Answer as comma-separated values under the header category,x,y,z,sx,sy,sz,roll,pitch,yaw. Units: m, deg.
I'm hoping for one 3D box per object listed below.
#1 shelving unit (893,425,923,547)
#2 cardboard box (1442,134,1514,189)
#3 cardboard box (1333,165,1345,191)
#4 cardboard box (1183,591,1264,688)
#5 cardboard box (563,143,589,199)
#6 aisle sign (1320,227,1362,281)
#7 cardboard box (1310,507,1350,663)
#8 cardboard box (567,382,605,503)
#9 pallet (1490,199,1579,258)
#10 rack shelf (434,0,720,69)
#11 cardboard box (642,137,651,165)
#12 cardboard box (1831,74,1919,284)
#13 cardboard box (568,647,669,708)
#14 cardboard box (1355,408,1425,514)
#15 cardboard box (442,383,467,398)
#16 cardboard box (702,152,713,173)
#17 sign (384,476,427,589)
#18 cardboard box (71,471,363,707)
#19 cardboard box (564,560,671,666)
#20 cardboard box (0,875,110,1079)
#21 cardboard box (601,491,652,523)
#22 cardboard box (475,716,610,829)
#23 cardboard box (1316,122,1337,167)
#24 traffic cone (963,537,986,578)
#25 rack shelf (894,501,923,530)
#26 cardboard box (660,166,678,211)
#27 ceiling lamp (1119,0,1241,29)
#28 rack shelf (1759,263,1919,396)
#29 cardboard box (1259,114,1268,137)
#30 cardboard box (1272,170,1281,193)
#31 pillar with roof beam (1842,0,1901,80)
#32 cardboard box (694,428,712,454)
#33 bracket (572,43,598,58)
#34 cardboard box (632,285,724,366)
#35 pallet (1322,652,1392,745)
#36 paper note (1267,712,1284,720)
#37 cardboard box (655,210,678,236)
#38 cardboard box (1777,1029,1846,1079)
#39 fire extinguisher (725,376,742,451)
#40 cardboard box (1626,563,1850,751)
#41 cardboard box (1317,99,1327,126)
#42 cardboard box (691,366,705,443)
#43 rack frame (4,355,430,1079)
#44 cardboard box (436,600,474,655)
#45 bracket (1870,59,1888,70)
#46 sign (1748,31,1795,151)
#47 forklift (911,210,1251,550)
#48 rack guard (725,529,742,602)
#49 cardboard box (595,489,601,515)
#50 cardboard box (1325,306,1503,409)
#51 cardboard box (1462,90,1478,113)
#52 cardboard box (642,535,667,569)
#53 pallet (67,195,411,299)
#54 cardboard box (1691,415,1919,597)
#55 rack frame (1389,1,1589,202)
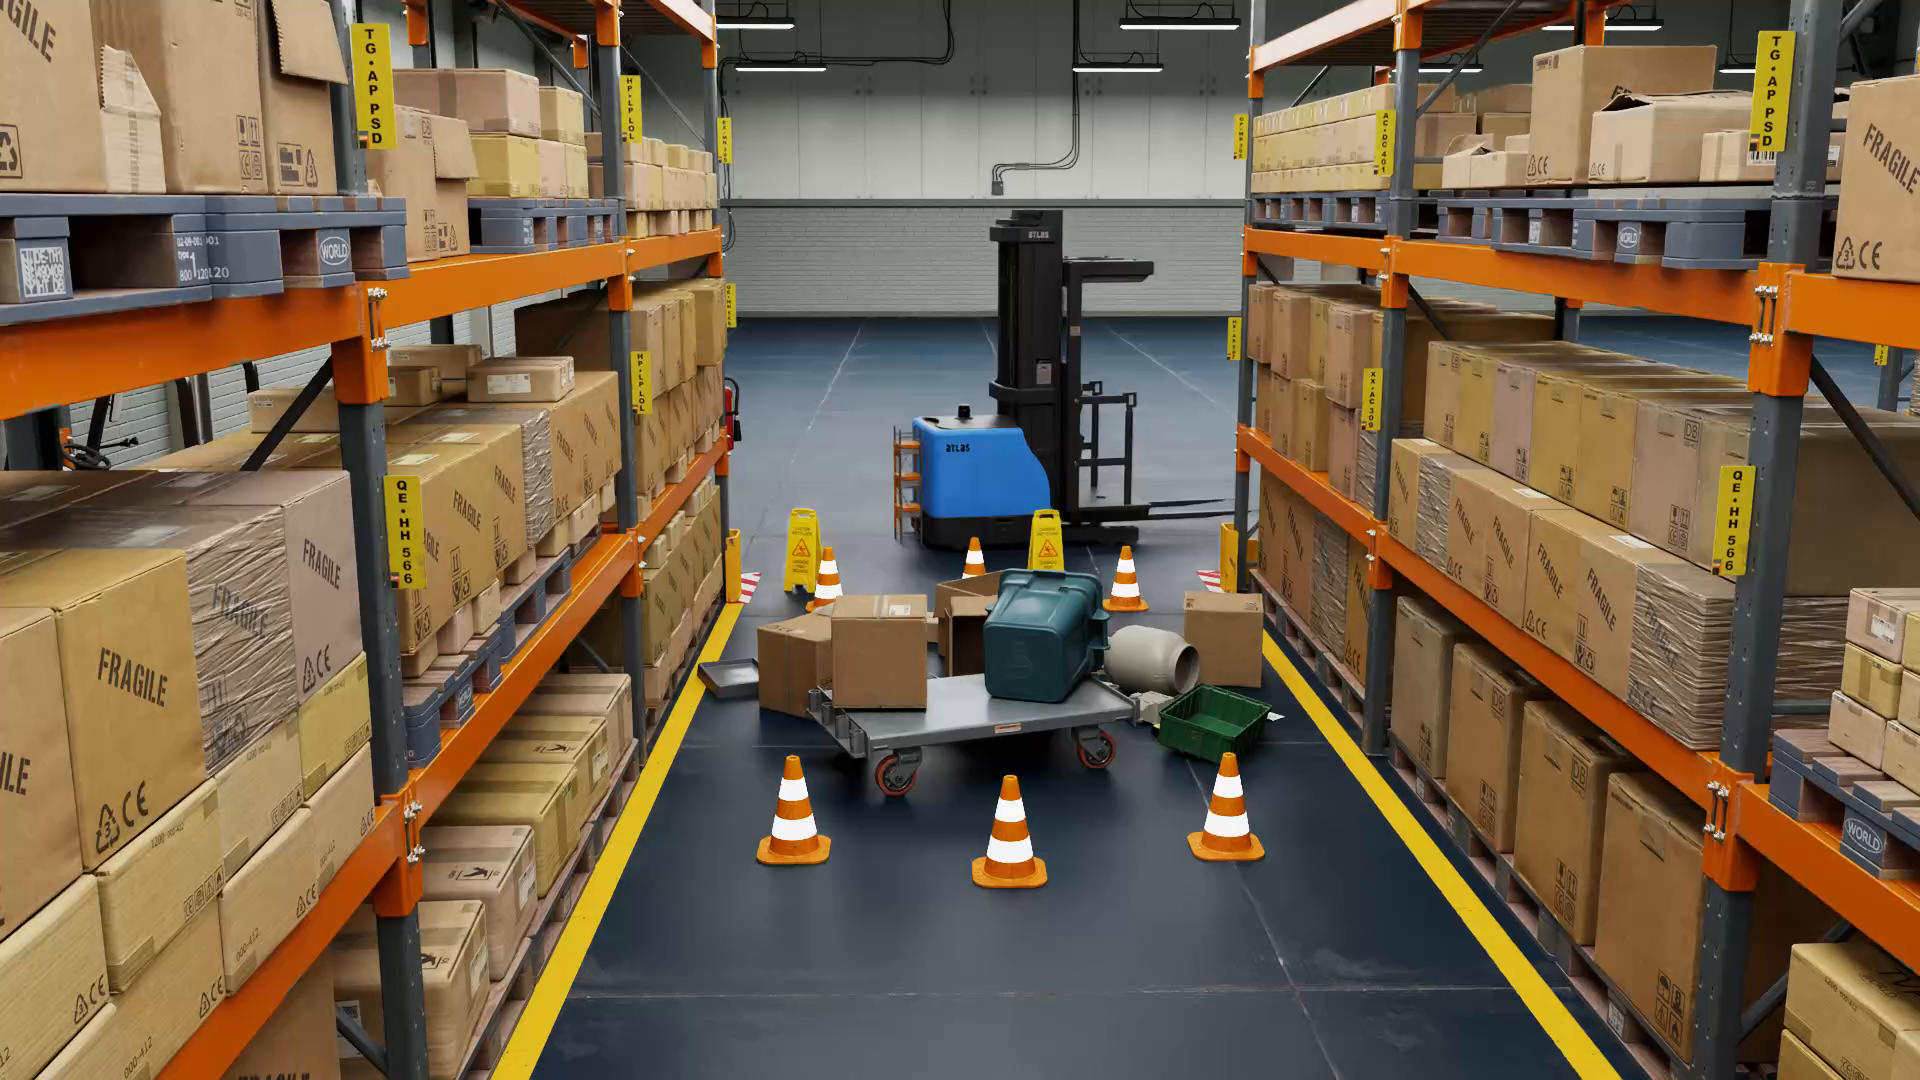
category,x,y,z,sx,sy,sz,roll,pitch,yaw
shelving unit,-0.464,-0.482,14.796,0.215,1.050,0.252,-3,12,-13
cardboard box,2.503,-1.824,7.992,0.258,0.266,0.396,0,11,-2
cardboard box,2.395,-2.111,9.701,0.380,0.149,0.250,0,11,-1
cardboard box,1.682,0.633,10.674,0.500,0.500,0.500,2,12,9
cardboard box,-2.050,-1.733,7.832,0.500,0.250,0.500,0,11,-2
aisle sign,2.956,-2.371,12.662,0.394,0.787,0.004,0,11,-1
cardboard box,2.774,0.245,10.596,0.875,0.875,0.875,0,11,-1
cardboard box,-1.957,-0.457,7.711,0.500,0.500,0.500,0,11,-1
pallet,2.730,-1.219,6.452,1.003,0.211,1.213,0,11,1
rack shelf,-2.248,-3.229,10.161,1.077,0.370,4.000,0,11,-1
cardboard box,-1.918,-2.152,9.202,0.380,0.149,0.250,-1,11,-3
cardboard box,2.568,-0.895,4.133,0.500,0.500,0.500,0,11,-1
cardboard box,-1.949,0.778,9.541,0.500,0.250,0.500,-1,11,-4
cardboard box,2.720,-0.433,9.272,0.875,0.550,0.550,0,11,-1
cardboard box,-2.473,-0.452,7.689,0.500,0.500,0.500,0,11,-1
cardboard box,-1.987,-2.713,11.967,0.380,0.149,0.250,0,11,-1
sign,-1.570,-0.021,4.706,0.100,0.325,0.005,0,11,-1
cardboard box,-1.852,0.112,4.196,0.500,0.500,0.500,-1,11,-3
cardboard box,-1.949,0.410,9.467,0.500,0.500,0.500,0,11,2
cardboard box,-1.804,0.780,2.790,0.500,0.250,0.500,-1,11,-3
cardboard box,-1.893,-0.187,9.066,0.380,0.149,0.250,0,11,-1
cardboard box,-2.175,1.083,7.727,0.950,0.372,0.625,0,11,2
cardboard box,2.455,-2.380,10.023,0.500,0.250,0.500,0,11,-2
traffic cone,0.112,0.210,12.858,0.336,0.463,0.334,0,11,-1
rack shelf,-0.464,-0.200,14.854,0.215,0.259,0.240,-3,12,-13
cardboard box,-1.960,-2.079,9.846,0.500,0.250,0.500,0,11,-1
ceiling lamp,3.646,-10.113,27.592,2.000,3.185,0.800,0,11,-1
rack shelf,2.864,-0.211,2.820,1.077,0.370,4.000,0,11,-1
cardboard box,2.350,-2.956,11.861,0.380,0.149,0.250,0,11,-1
cardboard box,2.360,-2.463,11.434,0.380,0.149,0.250,0,11,-1
pillar with roof beam,18.430,-9.893,41.190,9.100,9.000,0.548,0,11,-1
cardboard box,-1.932,-0.692,11.559,0.380,0.149,0.250,0,11,0
bracket,-8.342,-10.952,37.357,0.076,0.066,4.783,0,11,-1
cardboard box,-1.944,-1.423,11.017,0.700,0.500,0.500,0,11,-2
pallet,2.802,0.929,9.949,1.003,0.211,1.213,0,11,-1
paper note,1.821,1.039,9.861,0.147,0.020,0.142,-10,15,-40
cardboard box,-1.907,-1.912,10.028,0.380,0.149,0.250,0,11,-2
cardboard box,2.582,1.670,4.515,0.500,0.500,0.500,-1,11,-4
fire extinguisher,-1.831,-1.028,12.775,0.296,0.674,0.183,0,11,-1
cardboard box,2.545,0.372,5.432,0.500,0.500,0.500,0,11,-1
cardboard box,2.388,-2.601,10.110,0.380,0.149,0.250,0,11,-2
cardboard box,-1.990,-0.930,11.099,0.500,0.500,0.500,0,11,-1
rack frame,-2.124,0.549,4.807,1.000,3.000,0.127,0,11,-1
cardboard box,-1.877,0.290,5.659,0.380,0.149,0.250,-1,12,-5
bracket,22.388,-11.591,40.505,0.235,0.232,0.430,0,11,-1
sign,2.267,-1.253,4.645,0.100,0.325,0.005,0,11,-1
forklift,1.123,-1.483,14.998,3.031,2.935,1.130,-3,12,-13
rack guard,-2.288,0.199,12.820,1.175,0.500,0.348,0,11,-1
cardboard box,-1.933,-0.175,7.952,0.380,0.149,0.250,-1,11,-3
cardboard box,2.639,-1.071,9.702,0.875,0.550,0.550,0,11,-1
cardboard box,3.061,-2.454,9.383,0.380,0.149,0.250,0,11,-2
cardboard box,-1.892,0.067,9.526,0.380,0.149,0.250,0,11,0
pallet,-2.058,-0.700,3.898,1.213,0.211,1.003,0,11,1
cardboard box,2.823,-0.119,5.337,0.700,0.500,0.500,0,11,-1
rack frame,2.740,-3.226,8.329,1.000,3.000,0.127,0,11,-1
